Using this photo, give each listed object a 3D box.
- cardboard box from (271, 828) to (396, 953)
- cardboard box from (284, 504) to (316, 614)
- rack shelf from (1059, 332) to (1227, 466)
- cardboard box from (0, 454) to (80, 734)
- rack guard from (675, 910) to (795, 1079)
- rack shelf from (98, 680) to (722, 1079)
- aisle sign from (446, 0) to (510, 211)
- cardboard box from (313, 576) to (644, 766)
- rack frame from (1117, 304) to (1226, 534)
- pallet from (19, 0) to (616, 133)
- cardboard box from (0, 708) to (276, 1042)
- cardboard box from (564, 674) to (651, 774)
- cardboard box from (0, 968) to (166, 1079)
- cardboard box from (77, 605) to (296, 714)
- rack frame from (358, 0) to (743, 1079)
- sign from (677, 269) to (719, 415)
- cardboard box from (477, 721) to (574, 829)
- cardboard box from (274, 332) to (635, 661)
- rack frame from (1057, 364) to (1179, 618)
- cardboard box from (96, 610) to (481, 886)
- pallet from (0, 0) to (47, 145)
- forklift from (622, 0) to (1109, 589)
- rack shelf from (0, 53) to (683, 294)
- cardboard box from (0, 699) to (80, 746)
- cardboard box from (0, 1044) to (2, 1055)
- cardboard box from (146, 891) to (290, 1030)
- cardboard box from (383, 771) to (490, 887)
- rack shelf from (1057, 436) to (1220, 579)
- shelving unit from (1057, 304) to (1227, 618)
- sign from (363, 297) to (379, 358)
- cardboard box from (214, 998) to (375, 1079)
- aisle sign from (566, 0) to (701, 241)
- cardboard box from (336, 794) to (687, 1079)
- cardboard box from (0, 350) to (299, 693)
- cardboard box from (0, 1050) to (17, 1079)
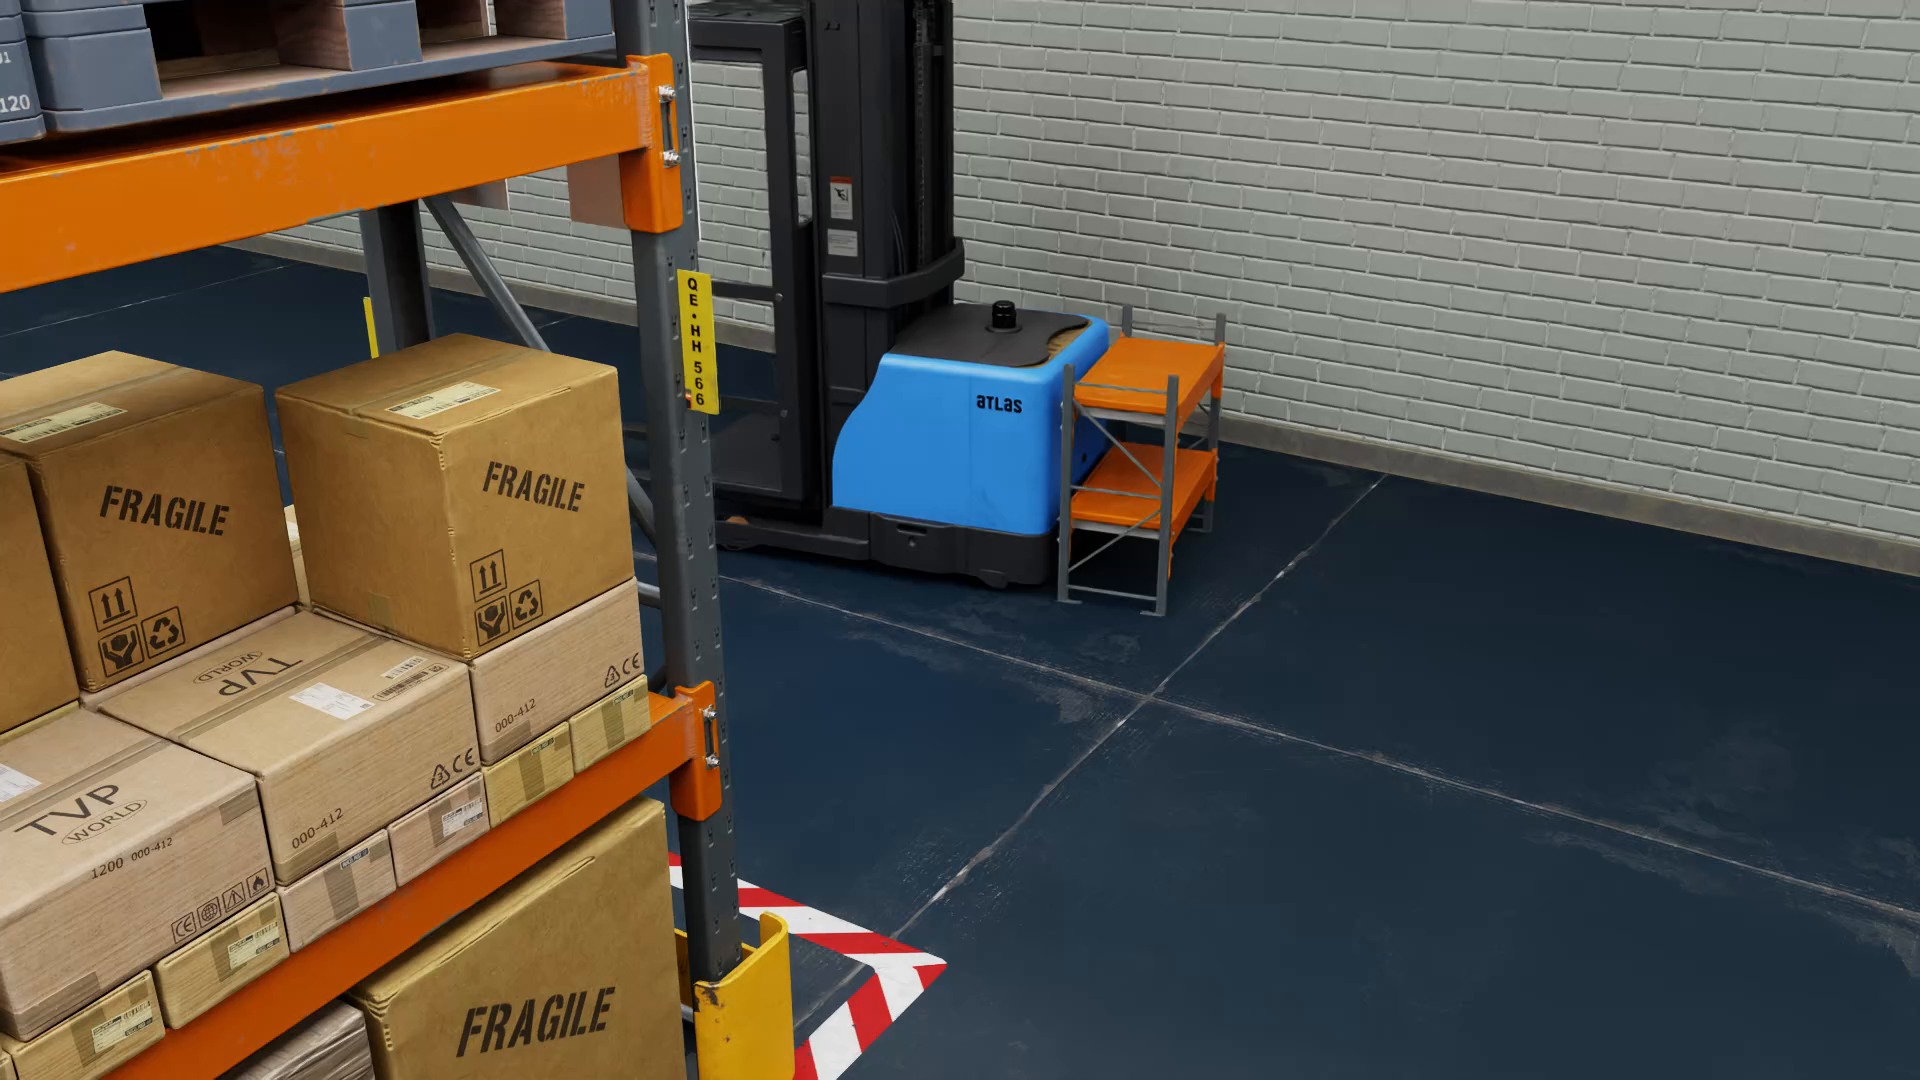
[{"bbox_3d":[-1.356,0.639,3.314,0.380,0.149,0.250,14,27,30],"label":"cardboard box"},{"bbox_3d":[-1.528,0.116,4.022,0.500,0.250,0.500,13,27,28],"label":"cardboard box"},{"bbox_3d":[0.855,-0.665,7.634,0.538,0.278,1.000,8,25,18],"label":"rack shelf"},{"bbox_3d":[-2.060,0.116,3.076,0.500,0.500,0.500,13,27,28],"label":"cardboard box"},{"bbox_3d":[-1.033,1.217,4.810,1.175,0.500,0.348,14,27,29],"label":"rack guard"},{"bbox_3d":[-2.100,1.083,2.878,1.077,0.370,4.000,14,27,29],"label":"rack shelf"},{"bbox_3d":[-1.262,-1.202,3.980,0.394,0.787,0.004,14,27,29],"label":"aisle sign"},{"bbox_3d":[-1.076,0.229,3.759,0.500,0.250,0.500,13,27,28],"label":"cardboard box"},{"bbox_3d":[1.025,-0.587,8.190,0.500,1.125,0.032,8,25,18],"label":"rack frame"},{"bbox_3d":[-1.428,-1.006,3.133,1.003,0.211,1.213,14,27,29],"label":"pallet"},{"bbox_3d":[-1.612,0.572,2.967,0.500,0.250,0.500,13,27,27],"label":"cardboard box"},{"bbox_3d":[-0.953,0.382,3.908,0.380,0.149,0.250,14,27,30],"label":"cardboard box"},{"bbox_3d":[-1.627,0.815,2.908,0.380,0.149,0.250,14,27,29],"label":"cardboard box"},{"bbox_3d":[-1.797,0.292,3.613,0.500,0.250,0.500,13,27,28],"label":"cardboard box"},{"bbox_3d":[-1.045,0.078,4.295,1.000,3.000,0.127,14,27,29],"label":"rack frame"},{"bbox_3d":[-0.592,-0.444,3.744,0.100,0.325,0.005,14,27,29],"label":"sign"},{"bbox_3d":[-1.089,0.470,3.704,0.380,0.149,0.250,14,27,29],"label":"cardboard box"},{"bbox_3d":[-1.079,-0.115,3.609,0.500,0.500,0.500,14,27,30],"label":"cardboard box"},{"bbox_3d":[0.686,-0.206,7.311,0.500,1.125,0.032,8,25,18],"label":"rack frame"},{"bbox_3d":[-1.344,0.400,3.364,0.500,0.250,0.500,13,27,28],"label":"cardboard box"},{"bbox_3d":[-2.071,-0.592,2.178,1.003,0.211,1.213,14,27,29],"label":"pallet"},{"bbox_3d":[-0.836,-1.475,7.968,3.031,2.935,1.130,9,25,20],"label":"forklift"},{"bbox_3d":[-2.100,-0.294,2.282,1.077,0.370,4.000,14,27,29],"label":"rack shelf"},{"bbox_3d":[-2.065,0.461,3.223,0.500,0.250,0.500,13,27,27],"label":"cardboard box"},{"bbox_3d":[-1.883,0.749,2.559,0.500,0.250,0.500,14,27,29],"label":"cardboard box"},{"bbox_3d":[-1.491,0.727,3.111,0.380,0.149,0.250,13,27,28],"label":"cardboard box"},{"bbox_3d":[-1.223,0.555,3.508,0.380,0.149,0.250,14,27,29],"label":"cardboard box"},{"bbox_3d":[0.855,-0.172,7.848,0.538,0.278,1.000,8,25,18],"label":"rack shelf"},{"bbox_3d":[0.855,-0.397,7.750,0.538,1.125,1.048,8,25,18],"label":"shelving unit"},{"bbox_3d":[-1.514,-0.474,4.380,0.100,0.325,0.005,14,27,29],"label":"sign"},{"bbox_3d":[-1.795,1.400,3.386,0.875,0.875,0.875,14,27,29],"label":"cardboard box"},{"bbox_3d":[-0.753,-1.077,3.689,0.394,0.787,0.004,14,27,29],"label":"aisle sign"},{"bbox_3d":[-1.315,1.093,4.096,0.875,0.875,0.875,14,27,29],"label":"cardboard box"},{"bbox_3d":[-1.792,-0.060,3.483,0.500,0.500,0.500,13,27,28],"label":"cardboard box"},{"bbox_3d":[-1.760,0.898,2.716,0.380,0.149,0.250,14,27,30],"label":"cardboard box"}]
